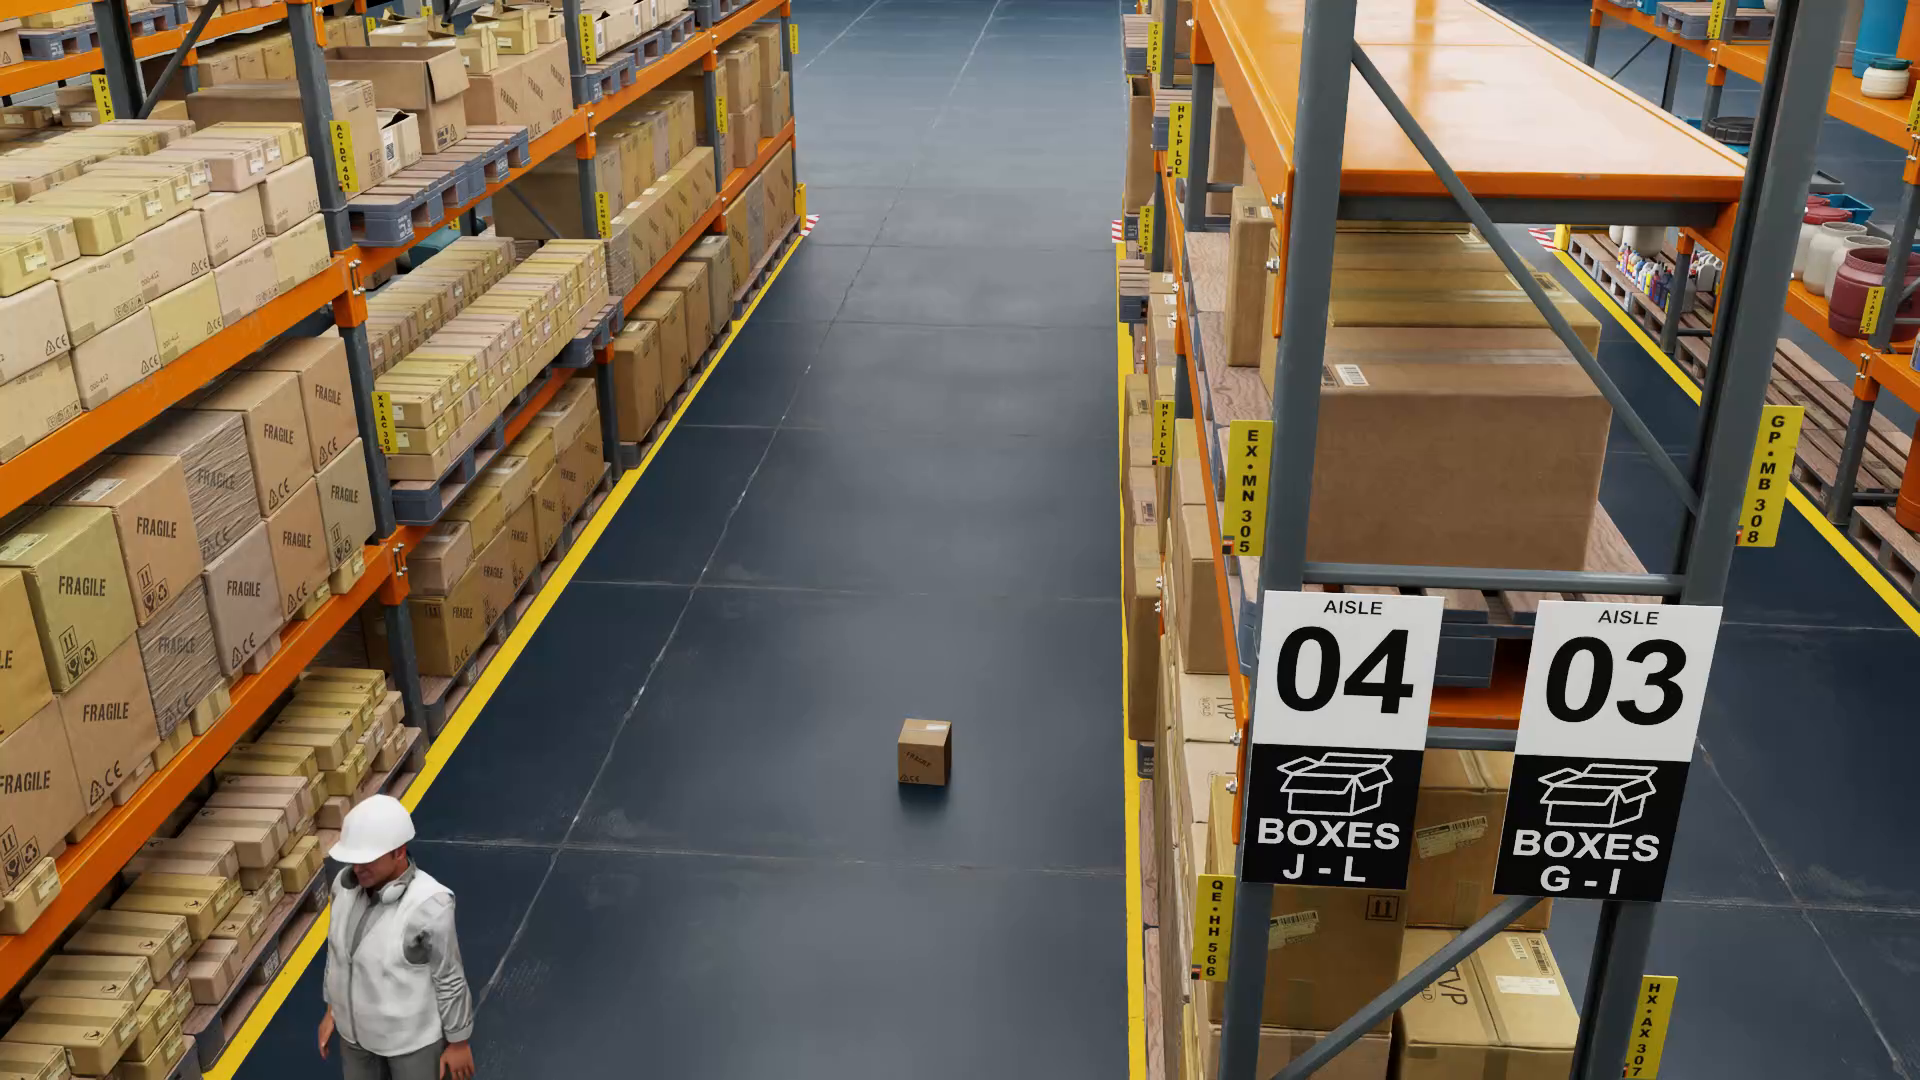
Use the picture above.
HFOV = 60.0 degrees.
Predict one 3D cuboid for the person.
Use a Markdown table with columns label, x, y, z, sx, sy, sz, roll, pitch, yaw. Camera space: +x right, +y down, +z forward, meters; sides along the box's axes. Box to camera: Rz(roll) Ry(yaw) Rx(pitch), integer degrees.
| label | x | y | z | sx | sy | sz | roll | pitch | yaw |
| --- | --- | --- | --- | --- | --- | --- | --- | --- | --- |
| person | -1.980 | 1.708 | 5.765 | 0.578 | 1.784 | 0.475 | 13 | 27 | 26 |
